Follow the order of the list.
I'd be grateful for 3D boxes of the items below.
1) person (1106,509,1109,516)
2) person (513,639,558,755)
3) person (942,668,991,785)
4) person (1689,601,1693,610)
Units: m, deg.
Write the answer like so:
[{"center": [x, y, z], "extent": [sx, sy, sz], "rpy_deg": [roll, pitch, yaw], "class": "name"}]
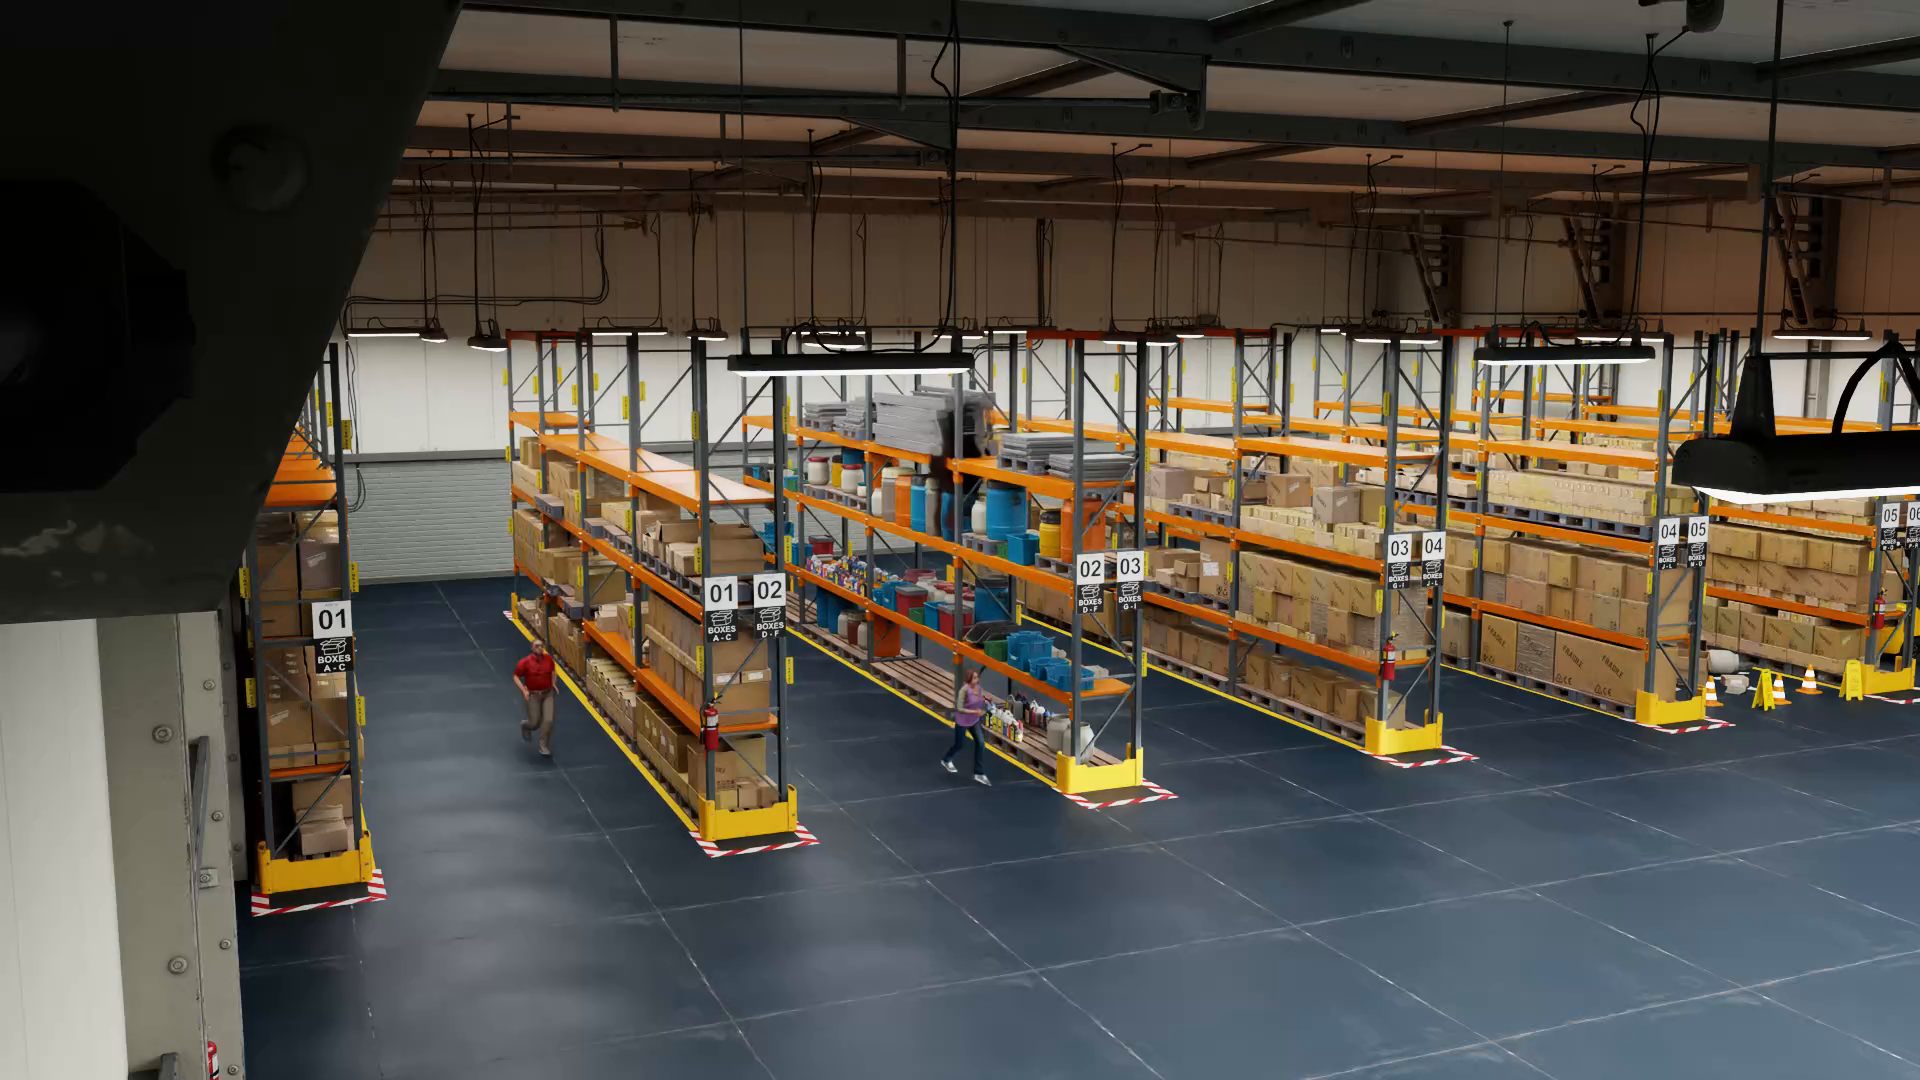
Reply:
[{"center": [3.396, 0.098, 39.579], "extent": [0.741, 1.780, 0.979], "rpy_deg": [0, 8, 2], "class": "person"}, {"center": [-6.127, 2.246, 24.068], "extent": [0.672, 1.682, 0.707], "rpy_deg": [-6, 10, -35], "class": "person"}, {"center": [0.080, 2.505, 22.555], "extent": [0.549, 1.550, 0.913], "rpy_deg": [-7, 10, -41], "class": "person"}, {"center": [14.874, 0.970, 33.474], "extent": [0.612, 1.647, 0.539], "rpy_deg": [-4, 9, -28], "class": "person"}]
